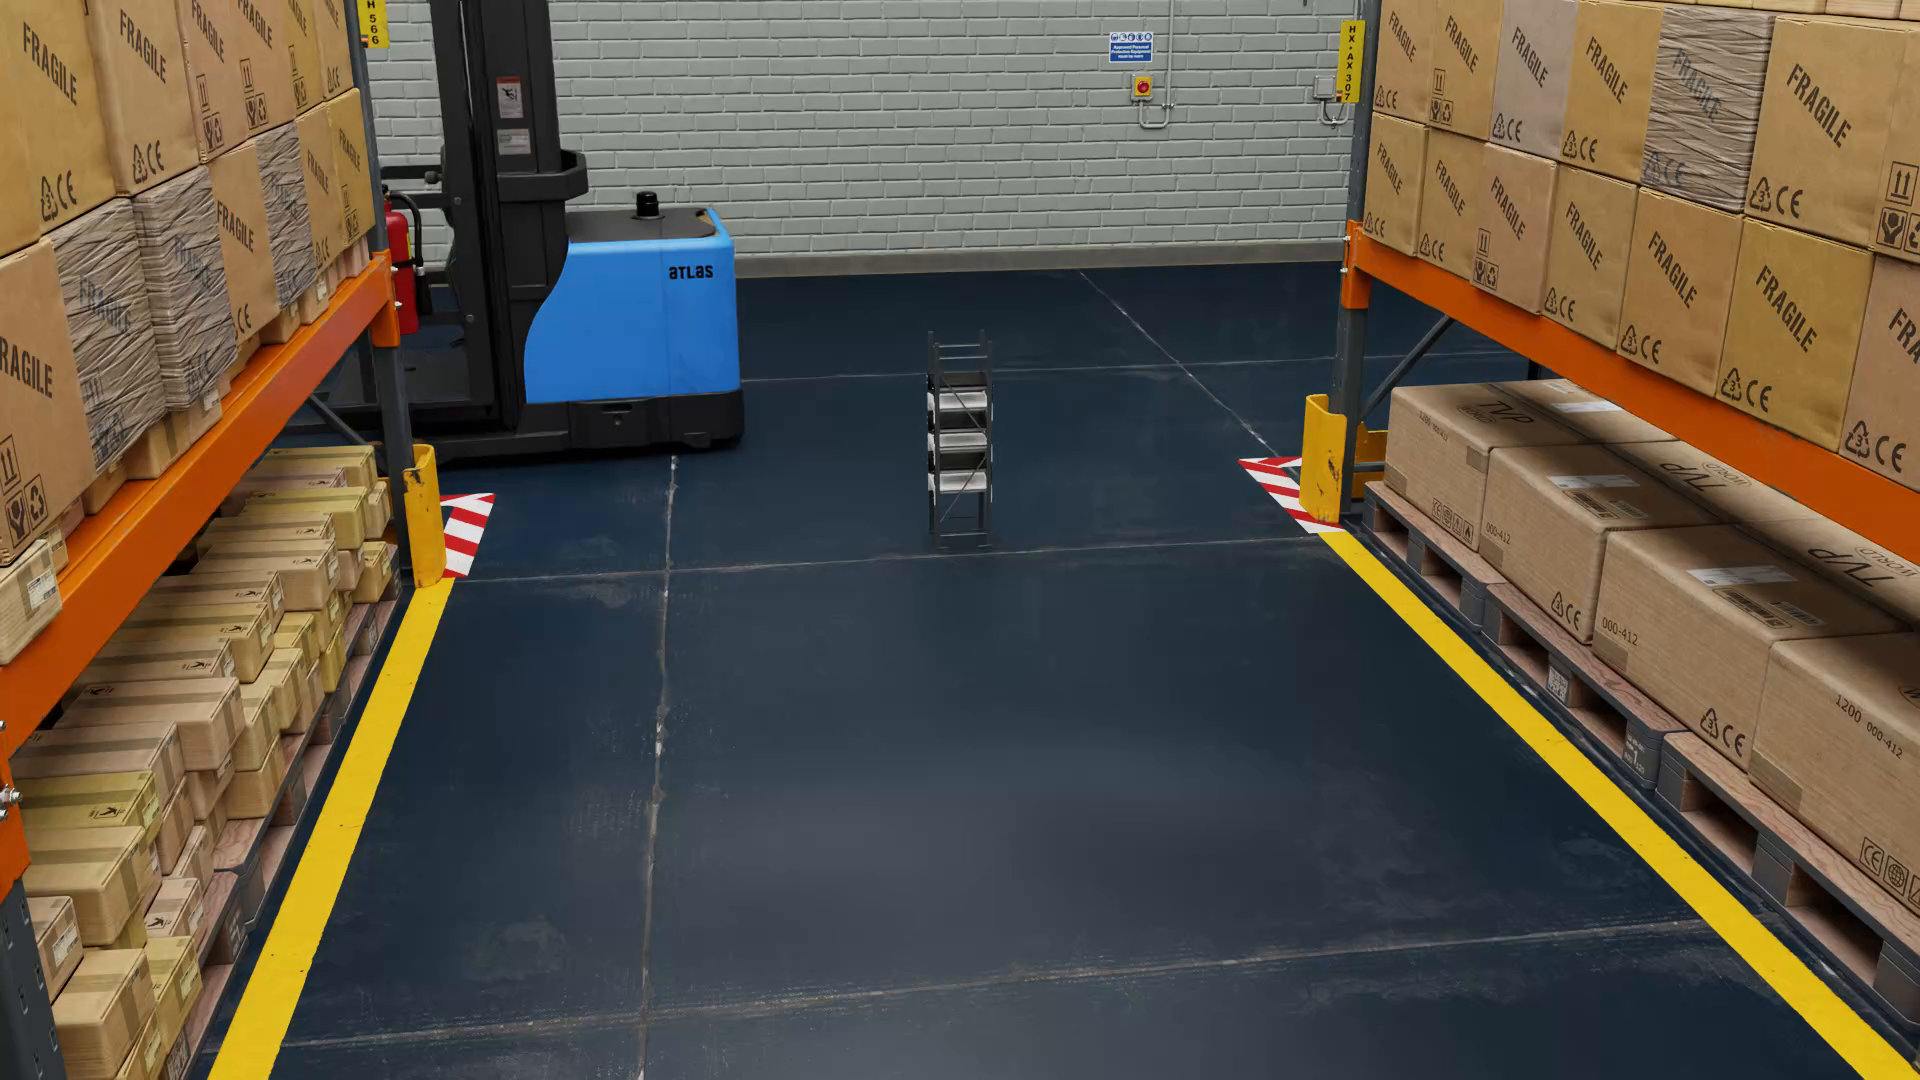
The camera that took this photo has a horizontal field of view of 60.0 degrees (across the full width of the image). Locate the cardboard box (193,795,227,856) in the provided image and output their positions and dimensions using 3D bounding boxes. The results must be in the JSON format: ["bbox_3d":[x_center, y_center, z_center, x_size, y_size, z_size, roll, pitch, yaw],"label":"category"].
[{"bbox_3d":[-2.167,0.758,4.375,0.380,0.149,0.250,-4,21,-10],"label":"cardboard box"}]

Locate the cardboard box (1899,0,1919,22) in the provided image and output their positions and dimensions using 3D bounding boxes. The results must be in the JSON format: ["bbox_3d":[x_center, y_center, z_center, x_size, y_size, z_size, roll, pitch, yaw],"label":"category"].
[{"bbox_3d":[2.421,-1.264,3.815,0.380,0.149,0.250,-3,21,-8],"label":"cardboard box"}]

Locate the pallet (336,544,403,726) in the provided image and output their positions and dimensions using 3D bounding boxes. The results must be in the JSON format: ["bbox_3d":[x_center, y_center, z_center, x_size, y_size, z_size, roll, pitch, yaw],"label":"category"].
[{"bbox_3d":[-2.631,0.344,5.993,1.003,0.211,1.213,-3,21,-8],"label":"pallet"}]

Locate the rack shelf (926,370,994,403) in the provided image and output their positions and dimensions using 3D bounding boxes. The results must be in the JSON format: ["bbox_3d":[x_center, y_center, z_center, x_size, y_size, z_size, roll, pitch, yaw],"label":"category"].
[{"bbox_3d":[-0.001,-0.646,6.983,0.258,0.077,0.200,-3,21,-8],"label":"rack shelf"}]

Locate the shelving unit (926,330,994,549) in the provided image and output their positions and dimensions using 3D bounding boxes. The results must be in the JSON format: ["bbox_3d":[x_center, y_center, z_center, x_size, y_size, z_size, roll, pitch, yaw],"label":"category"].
[{"bbox_3d":[-0.001,-0.424,7.066,0.258,0.900,0.210,-3,21,-8],"label":"shelving unit"}]

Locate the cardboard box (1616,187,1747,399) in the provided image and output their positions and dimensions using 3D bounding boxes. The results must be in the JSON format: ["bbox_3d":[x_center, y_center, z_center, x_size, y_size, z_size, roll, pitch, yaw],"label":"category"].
[{"bbox_3d":[2.250,-0.717,4.706,0.500,0.500,0.500,-3,21,-9],"label":"cardboard box"}]

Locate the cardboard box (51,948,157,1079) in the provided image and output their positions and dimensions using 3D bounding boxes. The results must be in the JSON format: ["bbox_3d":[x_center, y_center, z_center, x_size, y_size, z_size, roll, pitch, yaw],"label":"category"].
[{"bbox_3d":[-1.883,0.971,3.378,0.380,0.149,0.250,-2,21,-5],"label":"cardboard box"}]

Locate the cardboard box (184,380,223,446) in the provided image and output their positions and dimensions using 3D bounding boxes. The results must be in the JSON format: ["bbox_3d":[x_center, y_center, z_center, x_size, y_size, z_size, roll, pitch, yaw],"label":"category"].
[{"bbox_3d":[-2.102,-0.337,4.190,0.380,0.149,0.250,-2,21,-5],"label":"cardboard box"}]

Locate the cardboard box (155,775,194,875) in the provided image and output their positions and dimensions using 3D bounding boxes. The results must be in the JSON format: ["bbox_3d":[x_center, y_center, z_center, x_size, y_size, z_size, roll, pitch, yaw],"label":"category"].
[{"bbox_3d":[-2.115,0.712,4.072,0.380,0.149,0.250,-4,21,-11],"label":"cardboard box"}]

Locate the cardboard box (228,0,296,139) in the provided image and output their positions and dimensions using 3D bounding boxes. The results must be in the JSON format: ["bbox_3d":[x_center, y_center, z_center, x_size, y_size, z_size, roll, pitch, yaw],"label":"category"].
[{"bbox_3d":[-2.255,-1.425,4.748,0.500,0.500,0.500,-2,21,-5],"label":"cardboard box"}]

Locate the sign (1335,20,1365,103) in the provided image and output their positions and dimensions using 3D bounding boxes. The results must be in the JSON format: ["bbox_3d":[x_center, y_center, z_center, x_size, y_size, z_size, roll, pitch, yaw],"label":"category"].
[{"bbox_3d":[1.610,-1.973,6.861,0.100,0.325,0.005,-3,21,-8],"label":"sign"}]

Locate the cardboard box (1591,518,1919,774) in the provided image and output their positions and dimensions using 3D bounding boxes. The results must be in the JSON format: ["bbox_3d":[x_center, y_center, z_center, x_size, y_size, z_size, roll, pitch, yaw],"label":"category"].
[{"bbox_3d":[2.623,0.300,5.189,0.875,0.438,0.875,-4,21,-9],"label":"cardboard box"}]

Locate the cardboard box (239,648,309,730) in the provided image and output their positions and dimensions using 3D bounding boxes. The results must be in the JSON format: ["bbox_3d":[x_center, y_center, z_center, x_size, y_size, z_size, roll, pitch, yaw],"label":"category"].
[{"bbox_3d":[-2.115,0.438,4.804,0.380,0.149,0.250,-3,21,-7],"label":"cardboard box"}]

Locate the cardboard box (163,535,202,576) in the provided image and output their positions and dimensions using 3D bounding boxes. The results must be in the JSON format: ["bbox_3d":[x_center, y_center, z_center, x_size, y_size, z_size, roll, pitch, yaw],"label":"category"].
[{"bbox_3d":[-2.796,0.100,5.710,0.380,0.149,0.250,-3,21,-7],"label":"cardboard box"}]

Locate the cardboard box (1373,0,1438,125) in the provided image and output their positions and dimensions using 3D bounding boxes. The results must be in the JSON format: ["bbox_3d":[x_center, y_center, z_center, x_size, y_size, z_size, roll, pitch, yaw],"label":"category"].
[{"bbox_3d":[1.948,-1.891,6.420,0.500,0.500,0.500,-3,21,-9],"label":"cardboard box"}]

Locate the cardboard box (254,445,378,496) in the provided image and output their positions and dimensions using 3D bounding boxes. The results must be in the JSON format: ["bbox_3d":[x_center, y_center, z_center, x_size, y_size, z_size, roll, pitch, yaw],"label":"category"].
[{"bbox_3d":[-2.396,-0.241,6.198,0.380,0.149,0.250,-3,21,-7],"label":"cardboard box"}]

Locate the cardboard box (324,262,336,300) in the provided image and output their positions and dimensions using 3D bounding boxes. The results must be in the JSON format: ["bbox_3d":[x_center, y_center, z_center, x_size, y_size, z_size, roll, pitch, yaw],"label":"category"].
[{"bbox_3d":[-2.347,-0.881,5.647,0.380,0.149,0.250,-3,21,-8],"label":"cardboard box"}]

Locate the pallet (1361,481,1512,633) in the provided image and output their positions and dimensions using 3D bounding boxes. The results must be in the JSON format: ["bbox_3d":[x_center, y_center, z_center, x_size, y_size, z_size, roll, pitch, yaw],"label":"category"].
[{"bbox_3d":[2.353,0.023,6.853,1.003,0.211,1.213,-3,21,-8],"label":"pallet"}]

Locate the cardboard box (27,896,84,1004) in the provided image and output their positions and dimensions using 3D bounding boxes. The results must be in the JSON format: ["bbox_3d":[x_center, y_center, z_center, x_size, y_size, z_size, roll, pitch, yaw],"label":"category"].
[{"bbox_3d":[-1.992,0.844,3.294,0.380,0.149,0.250,-2,21,-6],"label":"cardboard box"}]

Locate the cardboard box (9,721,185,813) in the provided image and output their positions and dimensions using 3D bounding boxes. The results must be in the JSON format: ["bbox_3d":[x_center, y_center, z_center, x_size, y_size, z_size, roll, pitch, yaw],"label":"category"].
[{"bbox_3d":[-2.118,0.571,4.024,0.380,0.149,0.250,-3,21,-9],"label":"cardboard box"}]

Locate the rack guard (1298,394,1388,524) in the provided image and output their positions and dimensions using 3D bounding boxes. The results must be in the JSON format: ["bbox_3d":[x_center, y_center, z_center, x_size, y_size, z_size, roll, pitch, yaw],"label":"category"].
[{"bbox_3d":[2.157,-0.393,7.555,1.175,0.500,0.348,-3,21,-8],"label":"rack guard"}]

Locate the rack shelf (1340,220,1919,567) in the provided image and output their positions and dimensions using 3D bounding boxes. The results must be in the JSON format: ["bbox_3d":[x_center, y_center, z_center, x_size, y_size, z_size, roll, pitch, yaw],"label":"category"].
[{"bbox_3d":[2.449,-0.527,5.367,1.077,0.370,4.000,-3,21,-8],"label":"rack shelf"}]

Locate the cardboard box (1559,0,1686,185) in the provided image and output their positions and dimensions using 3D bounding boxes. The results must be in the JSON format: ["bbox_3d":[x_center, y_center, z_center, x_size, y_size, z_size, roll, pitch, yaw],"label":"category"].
[{"bbox_3d":[2.184,-1.362,5.003,0.500,0.500,0.500,-3,21,-8],"label":"cardboard box"}]

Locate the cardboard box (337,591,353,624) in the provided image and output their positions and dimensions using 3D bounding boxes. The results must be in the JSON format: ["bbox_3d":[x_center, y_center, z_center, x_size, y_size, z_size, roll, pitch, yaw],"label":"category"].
[{"bbox_3d":[-2.351,0.219,5.818,0.380,0.149,0.250,-3,21,-8],"label":"cardboard box"}]

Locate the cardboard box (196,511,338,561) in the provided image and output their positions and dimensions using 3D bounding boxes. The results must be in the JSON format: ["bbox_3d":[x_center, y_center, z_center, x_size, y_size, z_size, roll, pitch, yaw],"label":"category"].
[{"bbox_3d":[-2.279,0.025,5.486,0.380,0.149,0.250,-4,21,-10],"label":"cardboard box"}]

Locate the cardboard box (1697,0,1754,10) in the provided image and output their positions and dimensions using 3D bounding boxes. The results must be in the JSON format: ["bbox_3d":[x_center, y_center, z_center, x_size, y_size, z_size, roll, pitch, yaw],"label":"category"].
[{"bbox_3d":[2.256,-1.527,4.518,0.380,0.149,0.250,-3,21,-9],"label":"cardboard box"}]

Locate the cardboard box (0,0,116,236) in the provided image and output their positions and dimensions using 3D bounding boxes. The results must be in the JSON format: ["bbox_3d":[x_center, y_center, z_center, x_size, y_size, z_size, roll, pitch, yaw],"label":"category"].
[{"bbox_3d":[-2.061,-0.888,3.310,0.500,0.500,0.500,-4,21,-9],"label":"cardboard box"}]

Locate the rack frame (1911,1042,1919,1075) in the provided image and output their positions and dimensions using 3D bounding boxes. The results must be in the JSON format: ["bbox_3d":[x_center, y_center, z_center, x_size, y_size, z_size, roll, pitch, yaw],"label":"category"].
[{"bbox_3d":[2.737,-0.171,3.387,1.000,3.000,0.127,-3,21,-8],"label":"rack frame"}]

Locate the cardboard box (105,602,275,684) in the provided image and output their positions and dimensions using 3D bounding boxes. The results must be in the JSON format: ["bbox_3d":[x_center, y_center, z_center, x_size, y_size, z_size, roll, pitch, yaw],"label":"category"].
[{"bbox_3d":[-2.192,0.301,4.746,0.380,0.149,0.250,-3,21,-7],"label":"cardboard box"}]

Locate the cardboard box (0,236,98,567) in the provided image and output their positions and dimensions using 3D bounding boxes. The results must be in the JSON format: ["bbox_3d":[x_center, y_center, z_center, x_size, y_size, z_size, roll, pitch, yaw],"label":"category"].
[{"bbox_3d":[-1.969,-0.257,3.049,0.500,0.500,0.500,-3,21,-9],"label":"cardboard box"}]

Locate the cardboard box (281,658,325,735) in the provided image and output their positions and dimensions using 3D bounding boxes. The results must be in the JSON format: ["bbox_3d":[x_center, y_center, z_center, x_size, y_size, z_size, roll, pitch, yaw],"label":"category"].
[{"bbox_3d":[-2.184,0.484,5.106,0.380,0.149,0.250,-3,21,-7],"label":"cardboard box"}]

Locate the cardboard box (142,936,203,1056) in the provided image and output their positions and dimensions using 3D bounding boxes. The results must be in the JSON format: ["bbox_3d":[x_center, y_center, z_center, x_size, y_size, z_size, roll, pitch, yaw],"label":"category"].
[{"bbox_3d":[-1.920,1.018,3.678,0.380,0.149,0.250,-2,21,-6],"label":"cardboard box"}]

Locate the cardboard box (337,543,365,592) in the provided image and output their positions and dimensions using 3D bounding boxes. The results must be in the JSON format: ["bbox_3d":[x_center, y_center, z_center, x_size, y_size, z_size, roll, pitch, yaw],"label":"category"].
[{"bbox_3d":[-2.288,0.076,5.774,0.380,0.149,0.250,-4,21,-10],"label":"cardboard box"}]

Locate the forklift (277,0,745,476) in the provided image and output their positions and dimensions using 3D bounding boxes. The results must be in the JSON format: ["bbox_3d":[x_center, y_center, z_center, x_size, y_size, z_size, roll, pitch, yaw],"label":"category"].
[{"bbox_3d":[-2.670,-1.885,8.074,3.031,2.935,1.130,-5,21,-12],"label":"forklift"}]

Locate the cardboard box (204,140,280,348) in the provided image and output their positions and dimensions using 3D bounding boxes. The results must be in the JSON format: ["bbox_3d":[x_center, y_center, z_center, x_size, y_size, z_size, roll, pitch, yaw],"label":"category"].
[{"bbox_3d":[-2.191,-0.788,4.471,0.500,0.500,0.500,-2,21,-5],"label":"cardboard box"}]

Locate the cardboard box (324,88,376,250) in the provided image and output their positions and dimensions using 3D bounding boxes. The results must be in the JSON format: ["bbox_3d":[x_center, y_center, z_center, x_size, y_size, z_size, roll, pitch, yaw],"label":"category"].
[{"bbox_3d":[-2.404,-1.315,5.882,0.500,0.500,0.500,-2,21,-7],"label":"cardboard box"}]

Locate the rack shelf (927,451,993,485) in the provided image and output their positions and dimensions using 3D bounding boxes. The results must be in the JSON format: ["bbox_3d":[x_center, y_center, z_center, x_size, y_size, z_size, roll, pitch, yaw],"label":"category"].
[{"bbox_3d":[-0.001,-0.309,7.109,0.258,0.077,0.200,-3,21,-8],"label":"rack shelf"}]

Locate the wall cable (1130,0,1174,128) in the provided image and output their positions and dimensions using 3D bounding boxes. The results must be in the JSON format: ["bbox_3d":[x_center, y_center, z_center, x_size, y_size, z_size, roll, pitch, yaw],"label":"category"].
[{"bbox_3d":[1.324,-3.998,12.136,0.585,1.953,0.123,-3,21,-8],"label":"wall cable"}]

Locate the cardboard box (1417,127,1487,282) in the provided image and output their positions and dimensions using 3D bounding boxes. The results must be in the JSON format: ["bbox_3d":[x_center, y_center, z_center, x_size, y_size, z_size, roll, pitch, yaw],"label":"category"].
[{"bbox_3d":[2.046,-1.249,6.129,0.500,0.500,0.500,-3,21,-9],"label":"cardboard box"}]

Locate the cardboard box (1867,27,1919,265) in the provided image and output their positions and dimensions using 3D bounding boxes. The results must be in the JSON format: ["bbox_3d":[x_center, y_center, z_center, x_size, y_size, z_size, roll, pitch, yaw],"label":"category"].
[{"bbox_3d":[2.396,-0.836,3.595,0.500,0.500,0.500,-3,21,-8],"label":"cardboard box"}]

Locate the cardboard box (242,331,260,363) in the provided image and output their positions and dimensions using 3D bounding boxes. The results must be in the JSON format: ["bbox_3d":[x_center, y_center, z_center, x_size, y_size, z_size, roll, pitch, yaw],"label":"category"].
[{"bbox_3d":[-2.298,-0.605,4.907,0.380,0.149,0.250,-4,21,-10],"label":"cardboard box"}]

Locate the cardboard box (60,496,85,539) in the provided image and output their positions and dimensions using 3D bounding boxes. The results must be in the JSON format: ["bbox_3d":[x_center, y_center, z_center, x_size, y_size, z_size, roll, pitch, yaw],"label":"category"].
[{"bbox_3d":[-2.065,-0.059,3.446,0.380,0.149,0.250,-4,21,-10],"label":"cardboard box"}]
